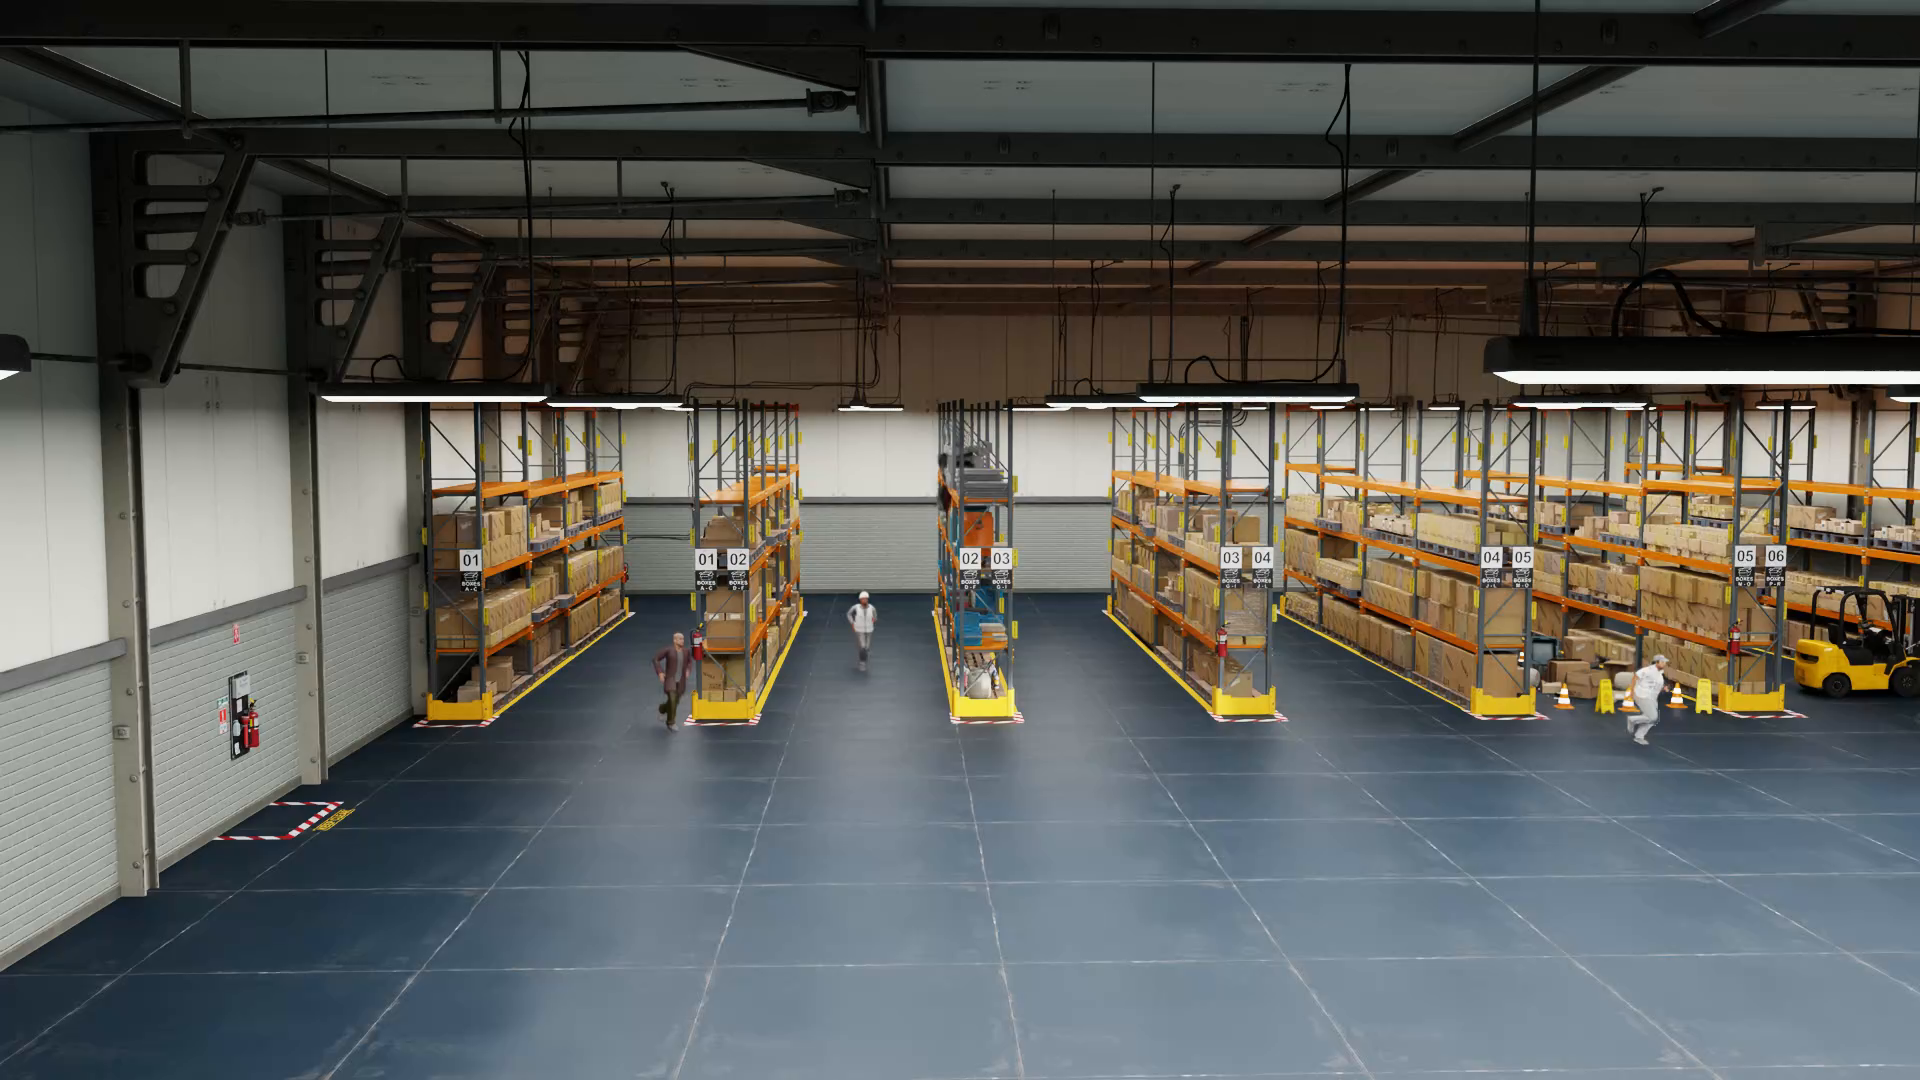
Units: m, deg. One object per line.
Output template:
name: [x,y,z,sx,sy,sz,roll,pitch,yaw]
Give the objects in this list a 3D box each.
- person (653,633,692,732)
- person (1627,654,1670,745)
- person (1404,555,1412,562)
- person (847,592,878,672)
person: [-5.207,2.562,30.313,0.753,1.743,0.898,-3,6,-38]
person: [11.943,2.758,28.829,0.594,1.599,0.683,-4,6,-44]
person: [13.551,1.055,50.509,0.750,1.725,0.532,-2,5,-23]
person: [-2.148,2.049,36.996,0.657,1.808,0.797,-1,5,-18]
